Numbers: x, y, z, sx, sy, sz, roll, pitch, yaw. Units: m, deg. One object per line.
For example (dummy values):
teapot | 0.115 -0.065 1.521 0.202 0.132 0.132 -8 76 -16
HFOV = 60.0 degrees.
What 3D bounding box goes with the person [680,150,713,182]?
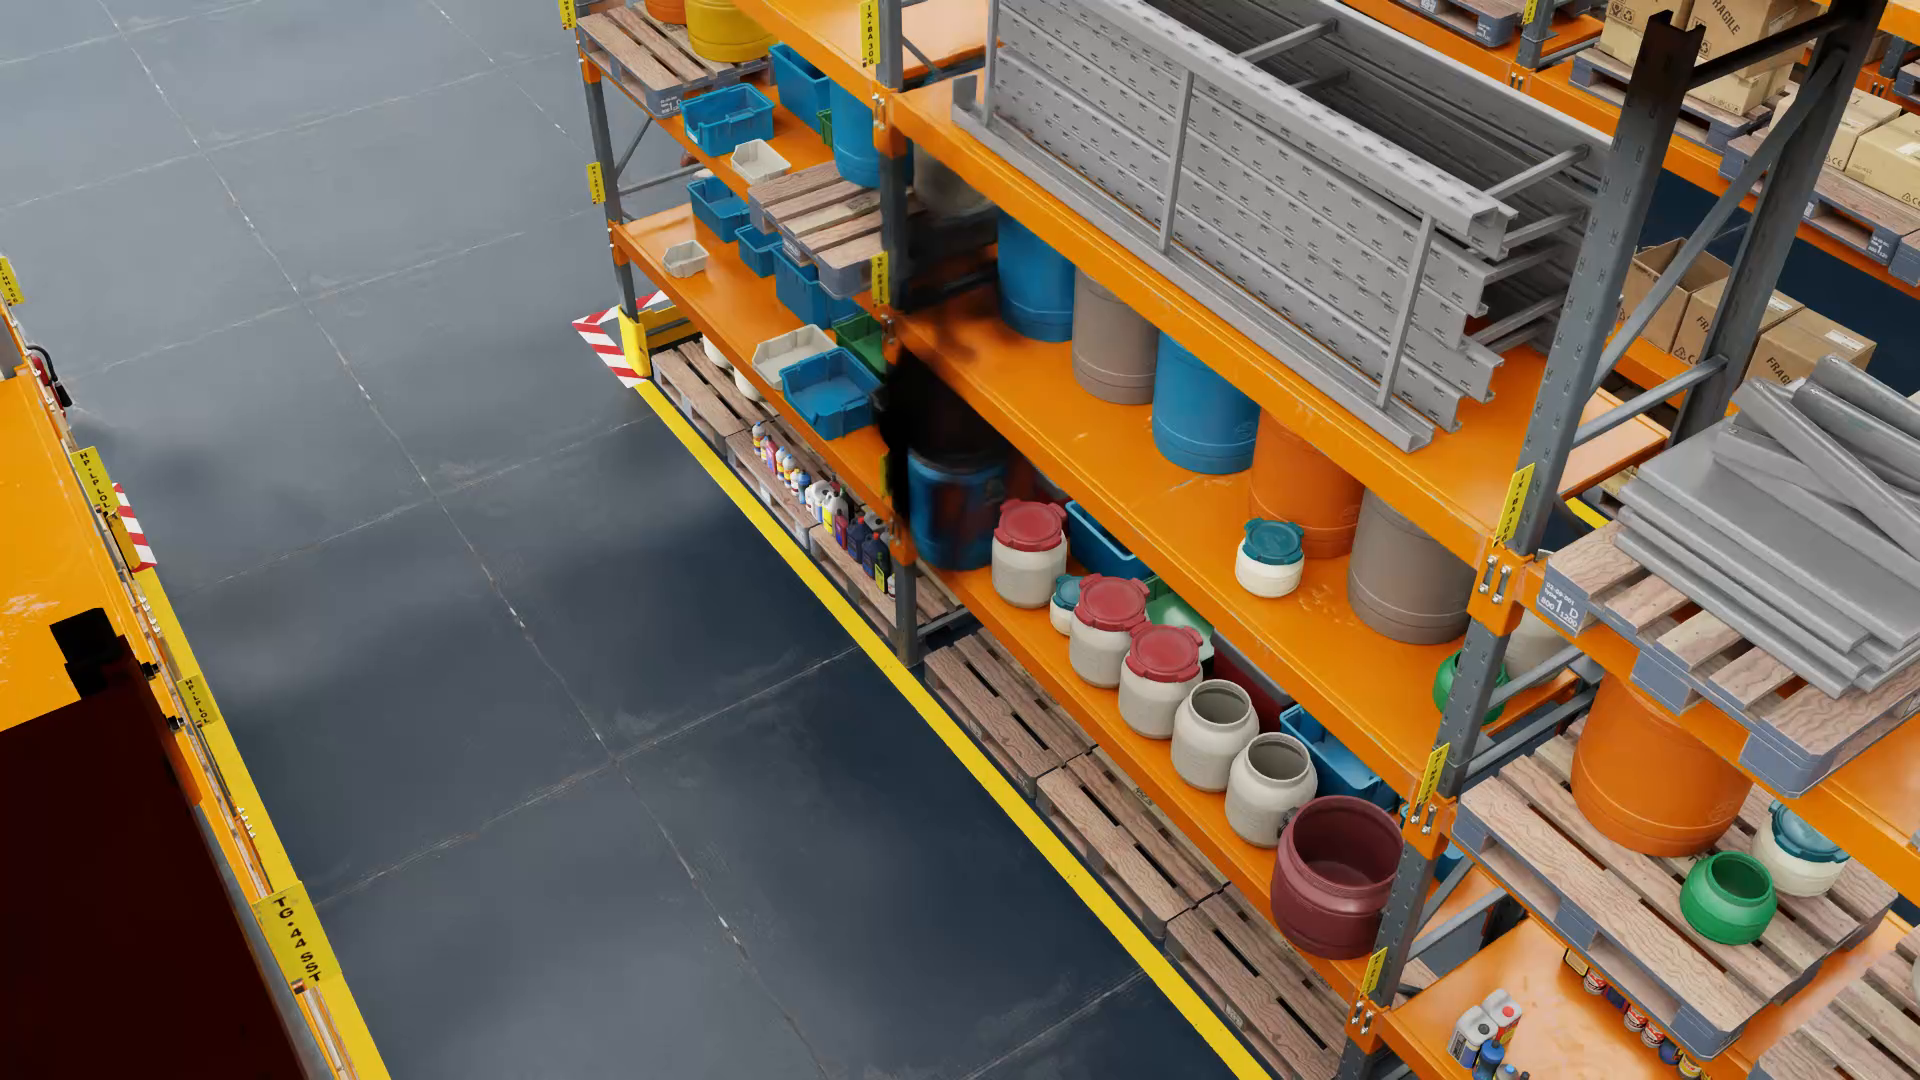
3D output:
person | -2.049 -3.128 13.877 0.755 1.735 0.718 16 45 17
